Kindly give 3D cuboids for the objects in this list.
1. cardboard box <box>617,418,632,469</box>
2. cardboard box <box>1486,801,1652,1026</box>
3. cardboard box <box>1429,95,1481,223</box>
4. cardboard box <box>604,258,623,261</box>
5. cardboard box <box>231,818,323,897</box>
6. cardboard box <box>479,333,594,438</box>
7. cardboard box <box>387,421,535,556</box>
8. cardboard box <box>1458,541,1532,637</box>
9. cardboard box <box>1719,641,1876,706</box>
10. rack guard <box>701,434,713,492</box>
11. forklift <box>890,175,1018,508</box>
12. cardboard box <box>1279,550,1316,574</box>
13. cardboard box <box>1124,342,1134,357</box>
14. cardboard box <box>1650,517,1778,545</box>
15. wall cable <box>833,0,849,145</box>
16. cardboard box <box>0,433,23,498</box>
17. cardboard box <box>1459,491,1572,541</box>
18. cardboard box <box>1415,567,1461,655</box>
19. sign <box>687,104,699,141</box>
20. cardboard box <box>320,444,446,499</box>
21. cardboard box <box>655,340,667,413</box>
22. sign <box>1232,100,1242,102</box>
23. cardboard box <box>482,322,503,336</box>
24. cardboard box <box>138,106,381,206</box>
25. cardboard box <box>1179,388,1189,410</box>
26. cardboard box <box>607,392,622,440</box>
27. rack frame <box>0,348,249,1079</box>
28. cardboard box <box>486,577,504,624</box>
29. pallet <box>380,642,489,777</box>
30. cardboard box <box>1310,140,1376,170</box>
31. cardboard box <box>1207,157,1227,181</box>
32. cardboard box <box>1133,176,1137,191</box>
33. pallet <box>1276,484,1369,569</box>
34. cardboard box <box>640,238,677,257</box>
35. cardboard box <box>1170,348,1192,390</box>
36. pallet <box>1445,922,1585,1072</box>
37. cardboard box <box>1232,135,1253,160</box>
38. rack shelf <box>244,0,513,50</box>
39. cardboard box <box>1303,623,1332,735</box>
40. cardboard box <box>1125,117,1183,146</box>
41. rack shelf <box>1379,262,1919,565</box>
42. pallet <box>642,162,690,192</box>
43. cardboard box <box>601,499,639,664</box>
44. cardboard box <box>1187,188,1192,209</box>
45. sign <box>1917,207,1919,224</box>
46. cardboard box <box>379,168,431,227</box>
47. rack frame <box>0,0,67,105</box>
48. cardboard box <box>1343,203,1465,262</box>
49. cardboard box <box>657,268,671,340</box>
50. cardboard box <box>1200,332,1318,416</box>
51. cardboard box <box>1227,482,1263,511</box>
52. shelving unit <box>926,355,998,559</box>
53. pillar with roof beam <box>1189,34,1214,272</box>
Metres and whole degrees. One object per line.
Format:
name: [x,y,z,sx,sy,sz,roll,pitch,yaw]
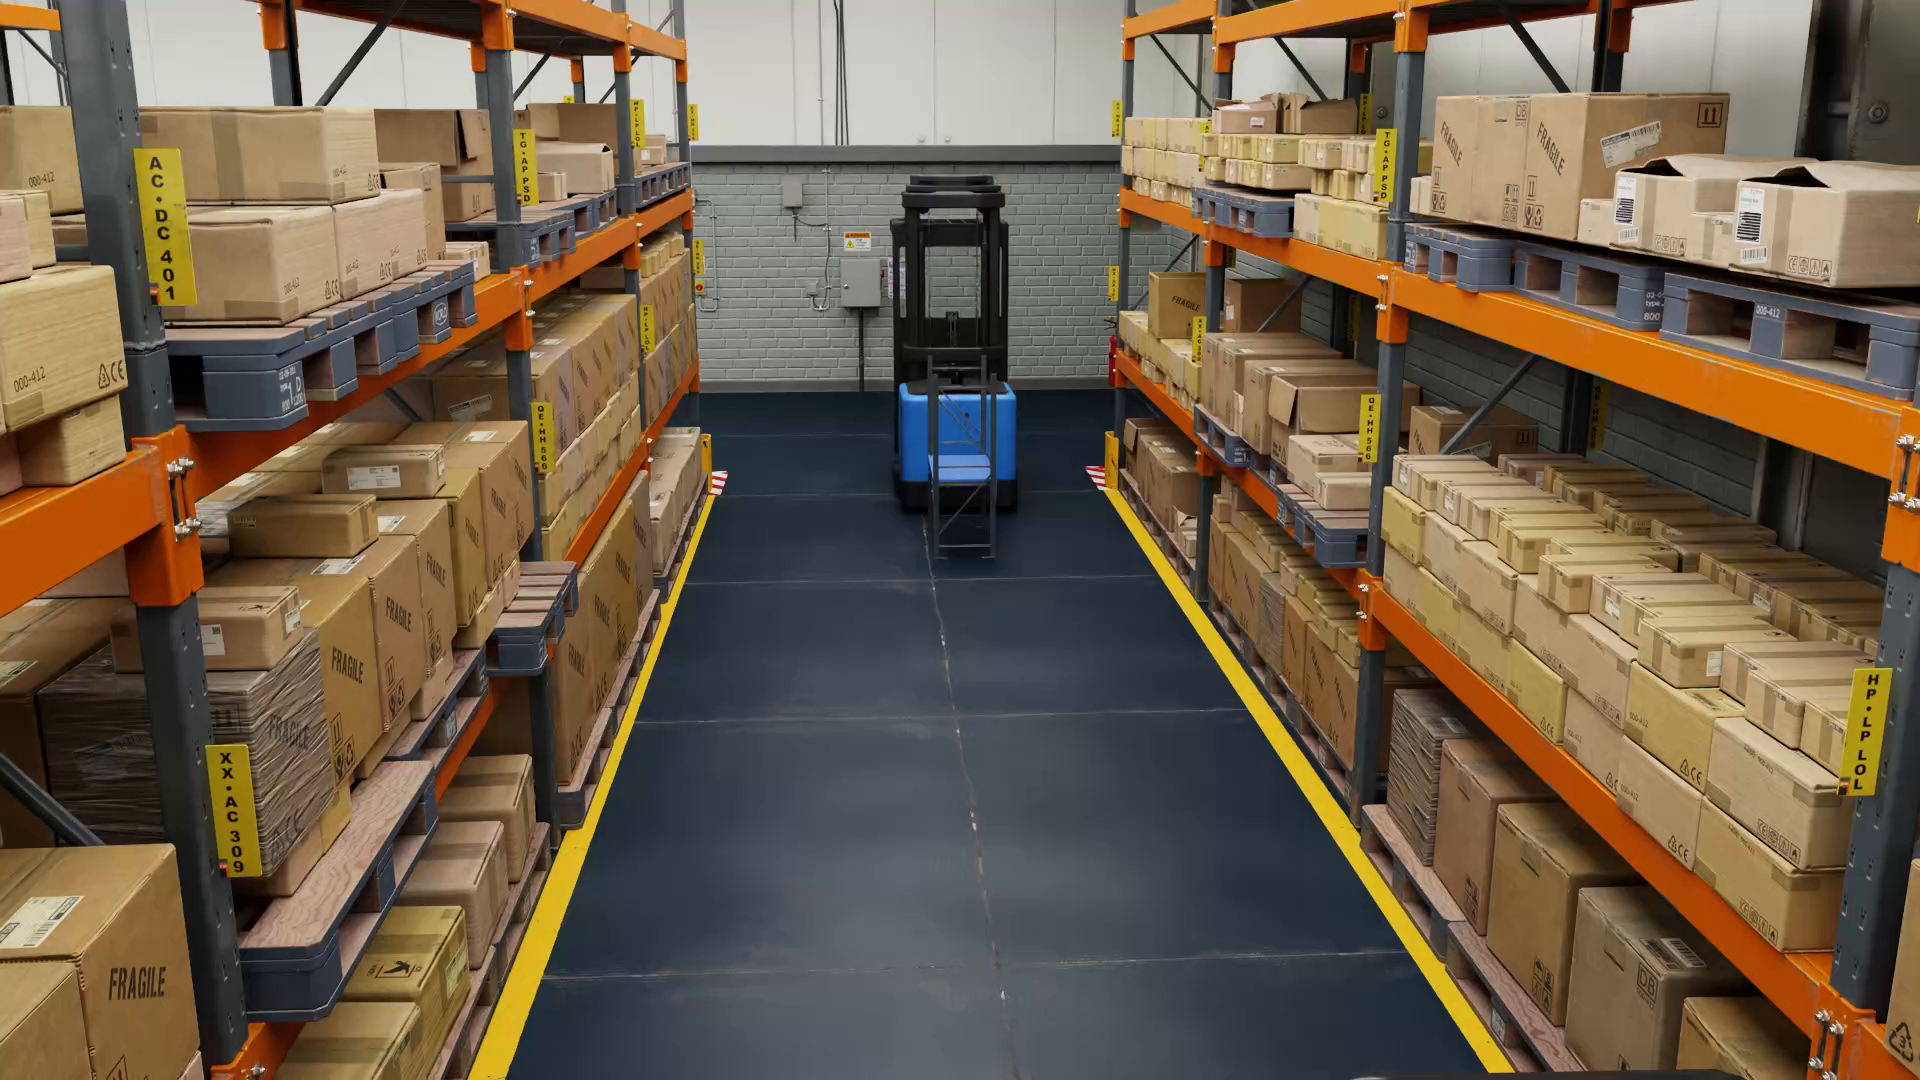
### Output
cardboard box: [-2.405,-0.627,10.743,0.500,0.250,0.500,-1,14,-4]
cardboard box: [2.603,1.415,6.428,0.875,0.625,0.625,-1,15,-6]
cardboard box: [2.289,-1.585,6.905,0.500,0.500,0.500,-1,14,-3]
cardboard box: [-2.565,-1.989,12.230,0.380,0.149,0.250,-1,14,-4]
cardboard box: [-1.938,0.832,4.435,0.380,0.149,0.250,-1,14,-3]
cardboard box: [-2.310,-0.850,9.103,0.500,0.500,0.500,0,14,-2]
cardboard box: [-2.161,-0.226,7.244,0.500,0.500,0.500,-1,14,-5]
cardboard box: [2.315,0.183,6.592,0.500,0.250,0.500,-1,14,-5]
cardboard box: [2.496,0.409,4.916,0.380,0.149,0.250,-1,14,-3]
rack guard: [-2.964,-0.724,15.836,1.175,0.500,0.348,-1,14,-3]
forklift: [-0.107,-2.020,15.997,1.130,2.935,3.031,-1,14,-4]
cardboard box: [2.185,0.166,10.235,0.380,0.149,0.250,-1,14,-3]
cardboard box: [1.738,-1.798,15.500,0.380,0.149,0.250,-1,14,-4]
cardboard box: [2.914,0.014,6.448,0.380,0.149,0.250,-1,14,-4]
wall cable: [-0.062,-6.307,20.404,2.988,3.039,0.133,-1,14,-3]
cardboard box: [-1.967,-0.137,3.024,0.380,0.149,0.250,-1,14,-3]
cardboard box: [2.301,-0.100,6.895,0.380,0.149,0.250,-1,14,-3]
cardboard box: [2.297,0.295,7.159,0.500,0.250,0.500,-1,14,-5]
sign: [-2.420,-3.777,15.047,0.100,0.325,0.005,-1,14,-3]
cardboard box: [-2.084,-0.246,6.022,0.380,0.149,0.250,-2,15,-6]
cardboard box: [-2.509,-1.228,12.579,0.500,0.500,0.500,-1,14,-3]
sign: [2.547,-3.891,15.333,0.100,0.325,0.005,-1,14,-3]
cardboard box: [-2.848,-0.973,9.581,0.500,0.500,0.500,-1,14,-4]
cardboard box: [-1.896,-1.045,4.503,0.500,0.250,0.500,-1,14,-5]
cardboard box: [1.890,-1.094,12.761,0.380,0.149,0.250,-1,14,-2]
cardboard box: [-2.368,-0.744,10.197,0.500,0.250,0.500,-1,14,-2]
rack frame: [-2.219,1.056,3.903,1.000,3.000,0.127,-1,14,-3]
cardboard box: [-2.055,0.248,6.706,0.380,0.149,0.250,-2,15,-6]
pallet: [-2.303,0.646,5.882,1.003,0.211,1.213,-1,14,-3]
cardboard box: [2.108,-2.075,8.954,0.380,0.149,0.250,-1,14,-5]
cardboard box: [1.842,-2.449,10.965,0.380,0.149,0.250,-1,14,-3]
cardboard box: [1.779,-3.254,15.139,0.380,0.149,0.250,-1,14,-2]
pallet: [2.375,-0.091,8.745,1.213,0.211,1.003,-1,14,-3]
cardboard box: [-2.626,-2.500,14.215,0.380,0.149,0.250,-1,14,-2]
cardboard box: [1.919,-1.330,12.879,0.500,0.250,0.500,-1,14,-3]
pallet: [2.572,1.842,6.443,1.003,0.211,1.213,-1,14,-3]
cardboard box: [1.923,-2.464,10.429,0.380,0.149,0.250,-1,14,-4]
rack shelf: [-2.343,-1.805,5.228,1.077,0.370,4.000,-1,14,-3]
cardboard box: [2.226,0.764,9.210,0.500,0.500,0.500,-1,14,-4]
cardboard box: [1.768,-3.658,14.905,0.500,0.250,0.500,-1,14,-4]
rack shelf: [2.611,-0.623,5.853,1.077,0.370,4.000,-1,14,-3]
pallet: [-2.906,-3.154,14.423,1.003,0.211,1.213,-1,14,-3]
cardboard box: [-2.533,0.269,10.381,0.875,0.875,0.875,0,14,-2]
cardboard box: [1.902,-2.555,12.421,0.380,0.149,0.250,0,14,-2]
sign: [2.194,-0.866,3.685,0.100,0.325,0.005,-1,14,-3]
cardboard box: [-2.344,-1.063,5.910,0.797,0.503,0.637,-1,14,-3]
rack frame: [-7.897,-4.732,14.360,1.000,3.000,0.127,-1,14,-3]
cardboard box: [2.213,-1.520,8.197,0.500,0.250,0.500,-1,14,-5]
cardboard box: [-2.548,-1.842,12.958,0.500,0.500,0.500,-1,14,-2]
cardboard box: [2.046,-1.139,11.391,0.700,0.500,0.500,-1,14,-2]
cardboard box: [2.060,-0.305,11.467,0.380,0.149,0.250,-2,15,-6]
shelving unit: [0.005,-0.705,13.757,0.538,1.500,1.048,-1,14,-3]
pillar with roof beam: [-1.573,-5.529,17.458,9.100,9.000,0.400,-1,14,-3]
